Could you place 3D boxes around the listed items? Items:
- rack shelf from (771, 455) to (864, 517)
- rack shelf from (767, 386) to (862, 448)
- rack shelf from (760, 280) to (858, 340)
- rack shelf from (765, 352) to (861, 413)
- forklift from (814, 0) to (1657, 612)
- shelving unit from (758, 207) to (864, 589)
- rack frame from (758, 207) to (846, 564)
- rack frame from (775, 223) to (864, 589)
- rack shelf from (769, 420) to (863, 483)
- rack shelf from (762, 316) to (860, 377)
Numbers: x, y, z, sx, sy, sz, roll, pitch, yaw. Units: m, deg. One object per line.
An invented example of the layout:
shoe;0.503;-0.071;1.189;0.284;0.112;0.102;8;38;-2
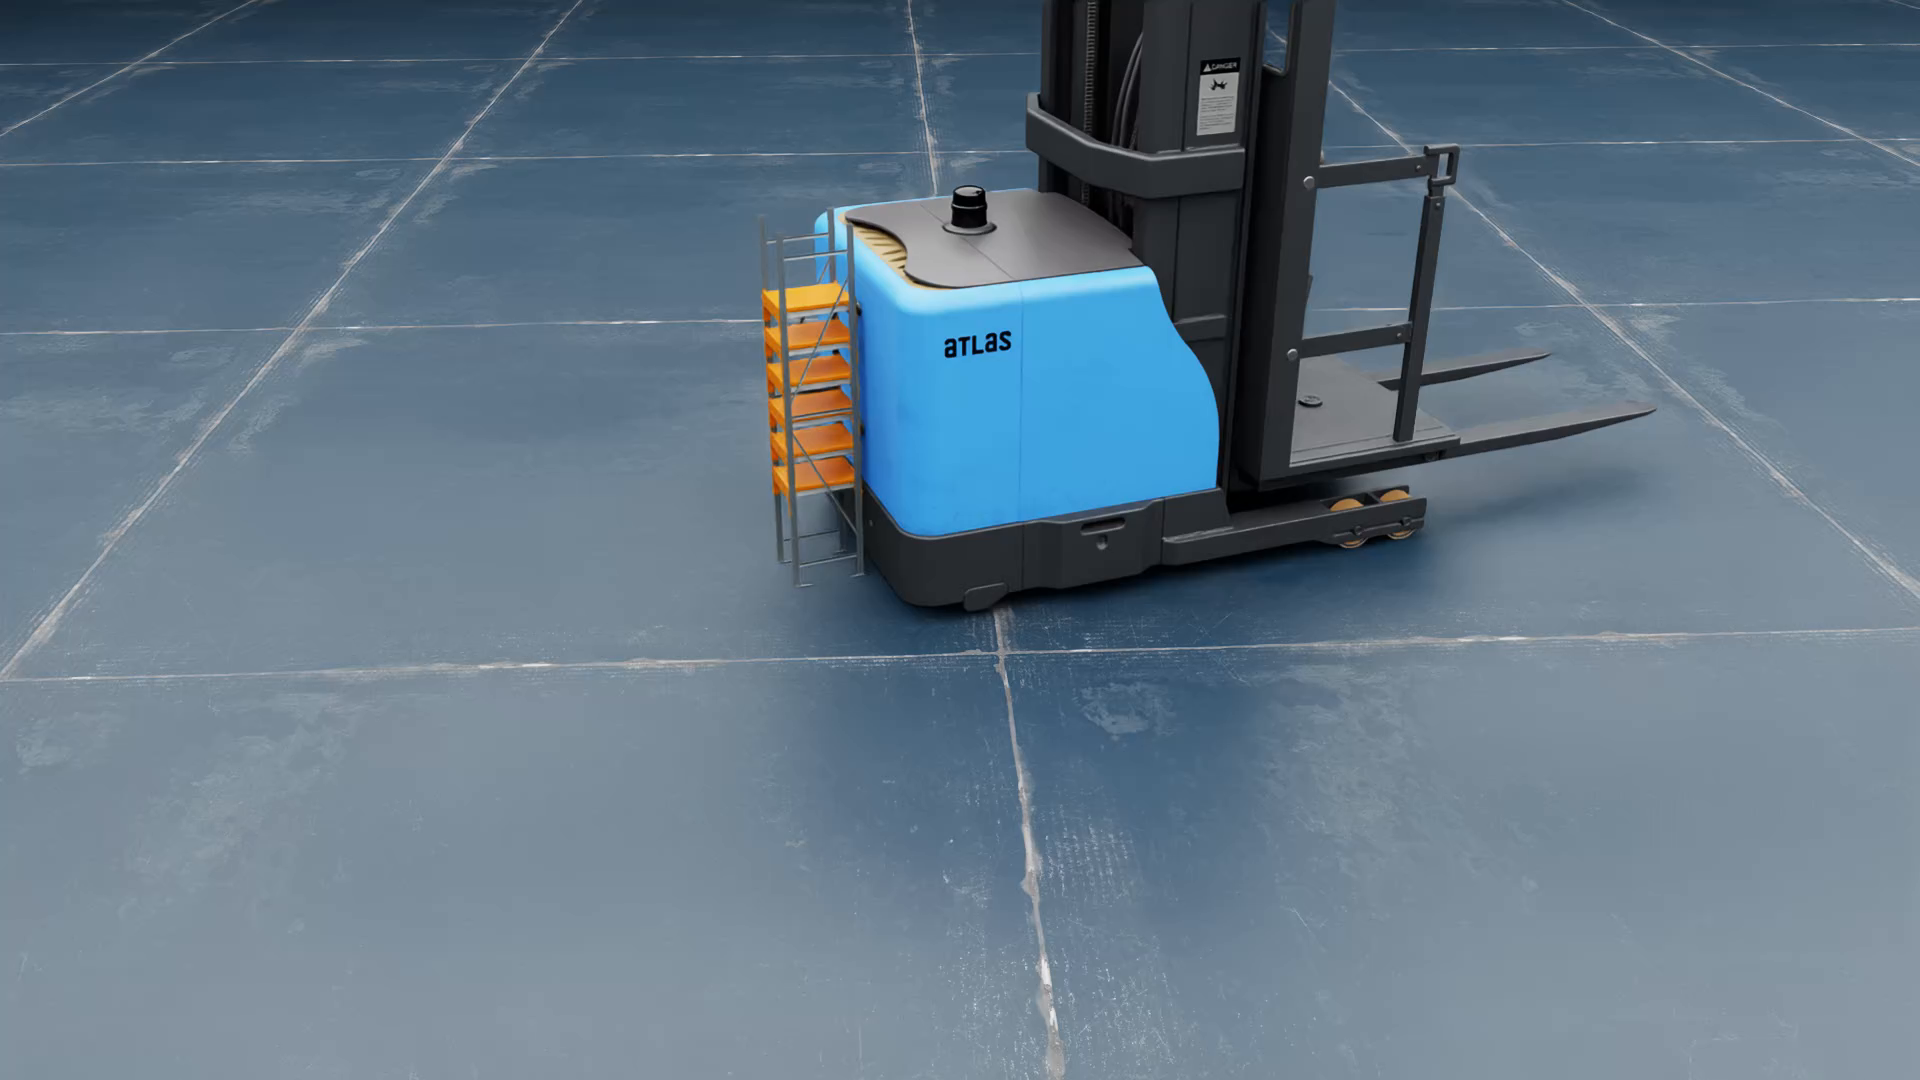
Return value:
rack shelf;-0.465;-0.180;5.413;0.258;0.103;0.180;-11;29;-20
rack shelf;-0.465;-0.393;5.302;0.258;0.103;0.180;-11;29;-20
rack shelf;-0.465;-0.712;5.135;0.258;0.103;0.180;-11;29;-20
rack shelf;-0.465;-0.499;5.246;0.258;0.103;0.180;-11;29;-20
forklift;1.072;-1.488;5.434;3.031;2.935;1.130;-10;29;-18
shelving unit;-0.465;-0.432;5.281;0.258;1.200;0.189;-11;29;-20
rack frame;-0.500;-0.471;5.356;0.240;1.200;0.006;-11;29;-20
rack frame;-0.431;-0.393;5.206;0.240;1.200;0.006;-11;29;-20
rack shelf;-0.465;-0.286;5.357;0.258;0.103;0.180;-11;29;-20
rack shelf;-0.465;-0.606;5.191;0.258;0.103;0.180;-11;29;-20
